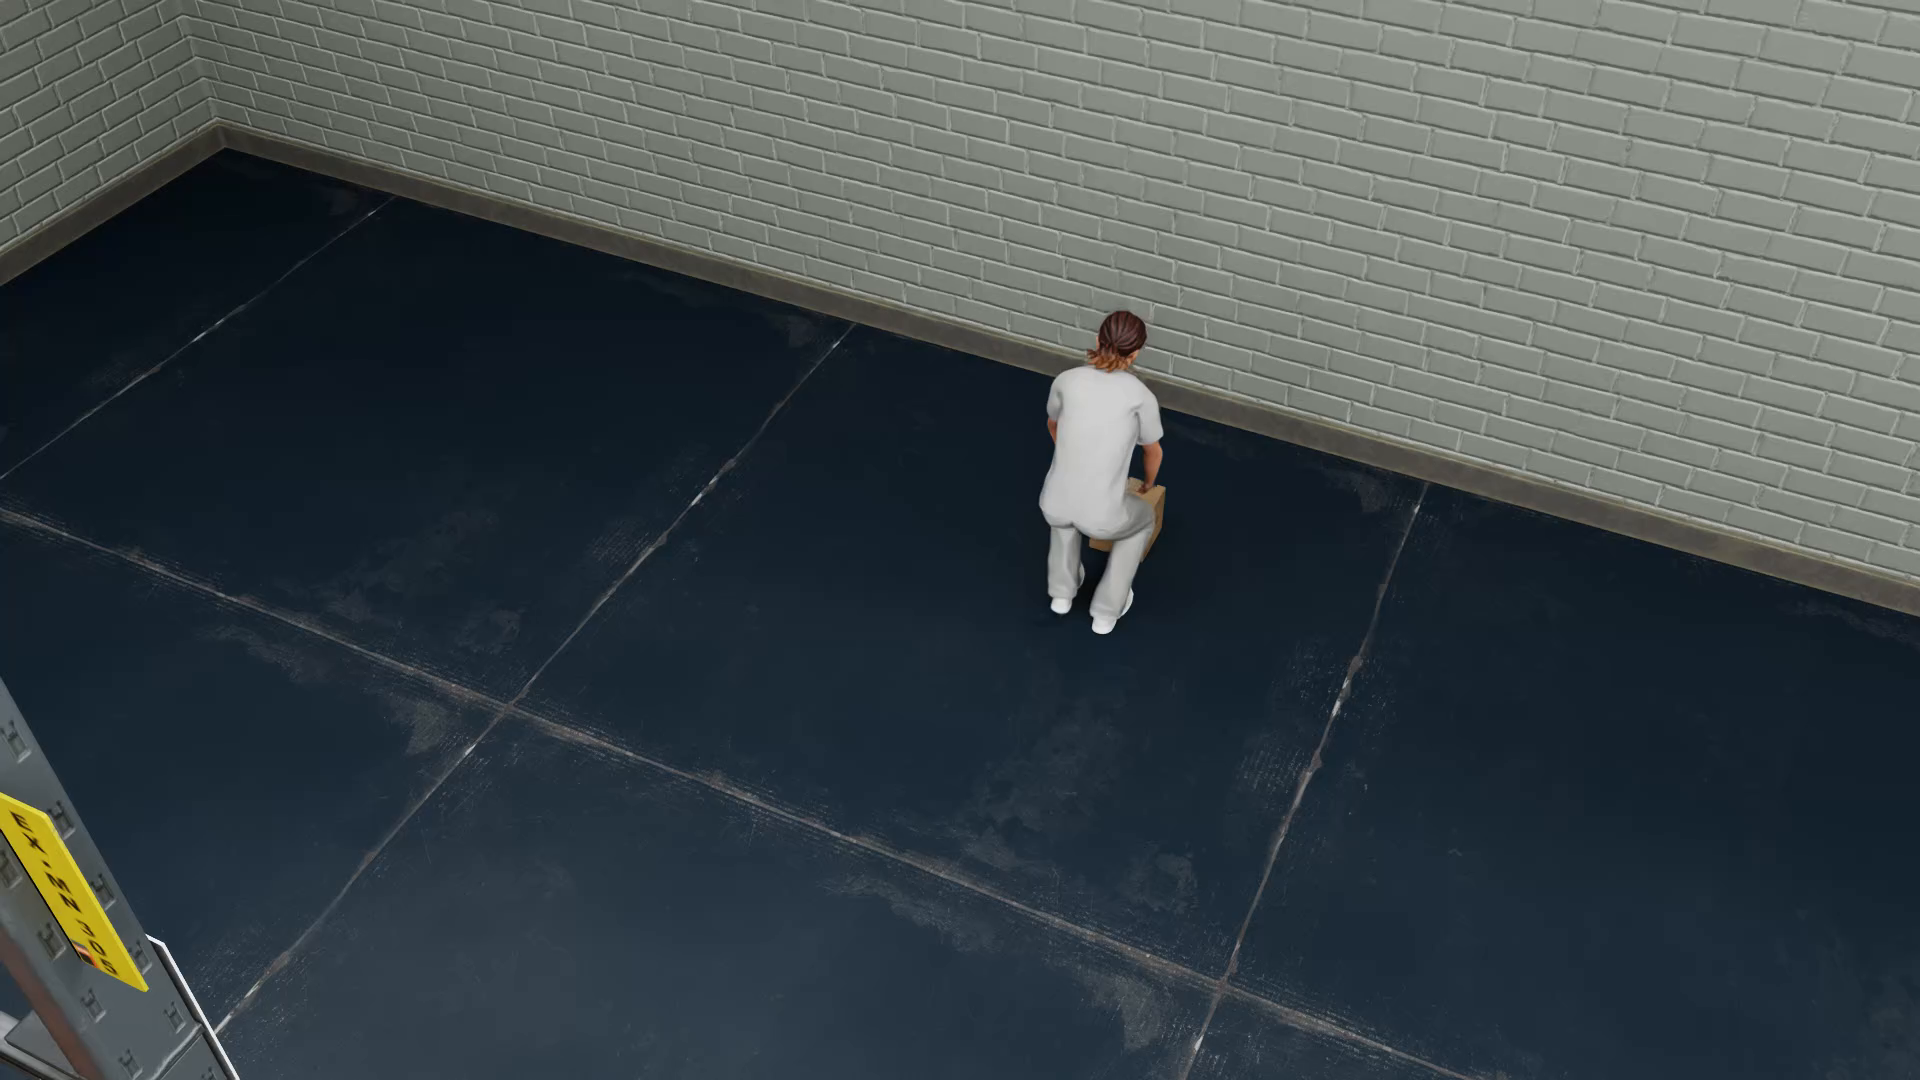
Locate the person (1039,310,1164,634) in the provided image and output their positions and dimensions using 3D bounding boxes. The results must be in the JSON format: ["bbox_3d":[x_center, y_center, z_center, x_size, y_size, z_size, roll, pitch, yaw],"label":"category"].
[{"bbox_3d":[0.539,-0.249,6.716,0.491,1.304,0.683,18,45,18],"label":"person"}]
